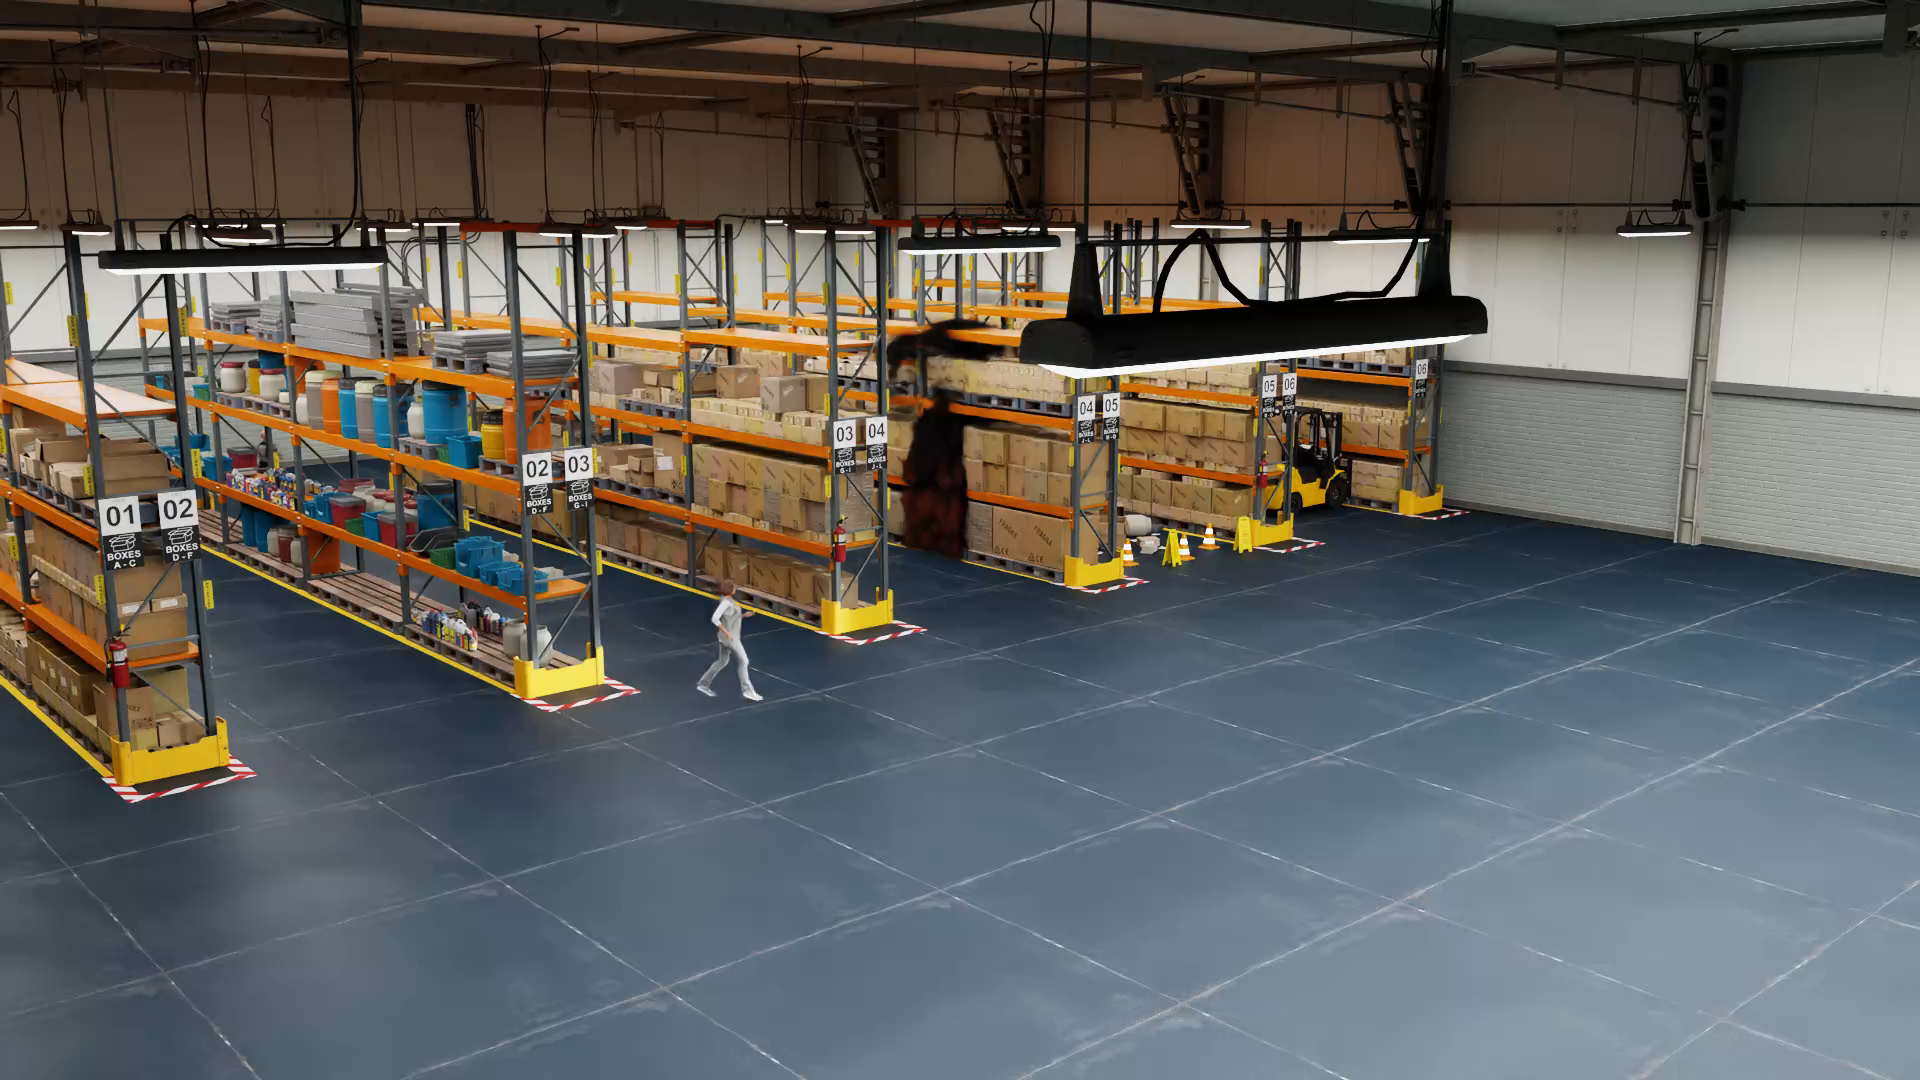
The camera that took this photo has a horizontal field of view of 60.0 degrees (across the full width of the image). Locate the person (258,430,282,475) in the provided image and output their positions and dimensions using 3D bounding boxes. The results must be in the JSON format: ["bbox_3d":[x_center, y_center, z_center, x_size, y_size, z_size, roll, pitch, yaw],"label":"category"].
[{"bbox_3d":[-14.439,-1.453,34.747,0.905,1.712,0.663,1,12,7],"label":"person"}]

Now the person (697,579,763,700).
[{"bbox_3d":[-2.973,1.290,21.340,0.832,1.614,0.525,-3,12,-16],"label":"person"}]
